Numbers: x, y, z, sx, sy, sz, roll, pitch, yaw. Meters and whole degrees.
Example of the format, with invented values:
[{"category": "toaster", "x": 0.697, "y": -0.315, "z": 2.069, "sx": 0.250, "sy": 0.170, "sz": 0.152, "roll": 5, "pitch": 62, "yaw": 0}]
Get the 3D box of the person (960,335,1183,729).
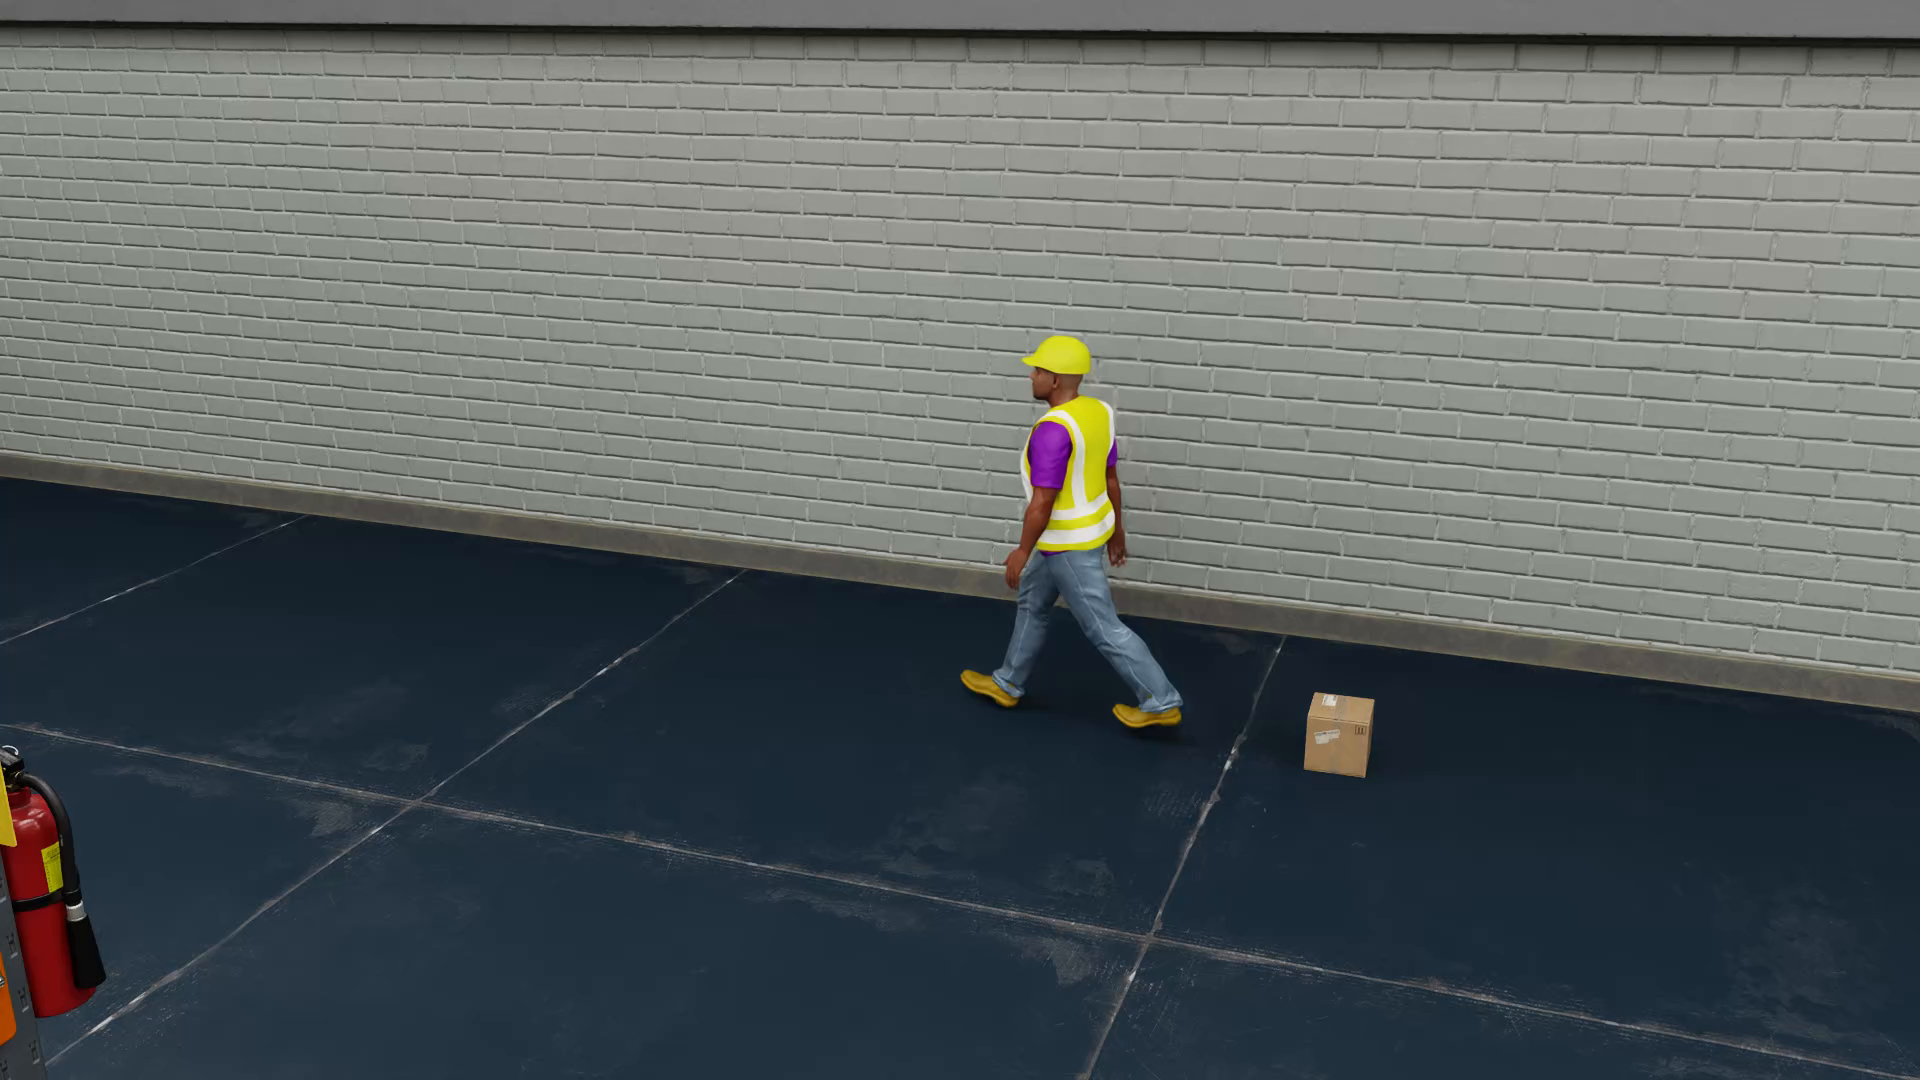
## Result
[{"category": "person", "x": 0.463, "y": -0.014, "z": 7.106, "sx": 1.073, "sy": 1.717, "sz": 0.600, "roll": 7, "pitch": 20, "yaw": 20}]
